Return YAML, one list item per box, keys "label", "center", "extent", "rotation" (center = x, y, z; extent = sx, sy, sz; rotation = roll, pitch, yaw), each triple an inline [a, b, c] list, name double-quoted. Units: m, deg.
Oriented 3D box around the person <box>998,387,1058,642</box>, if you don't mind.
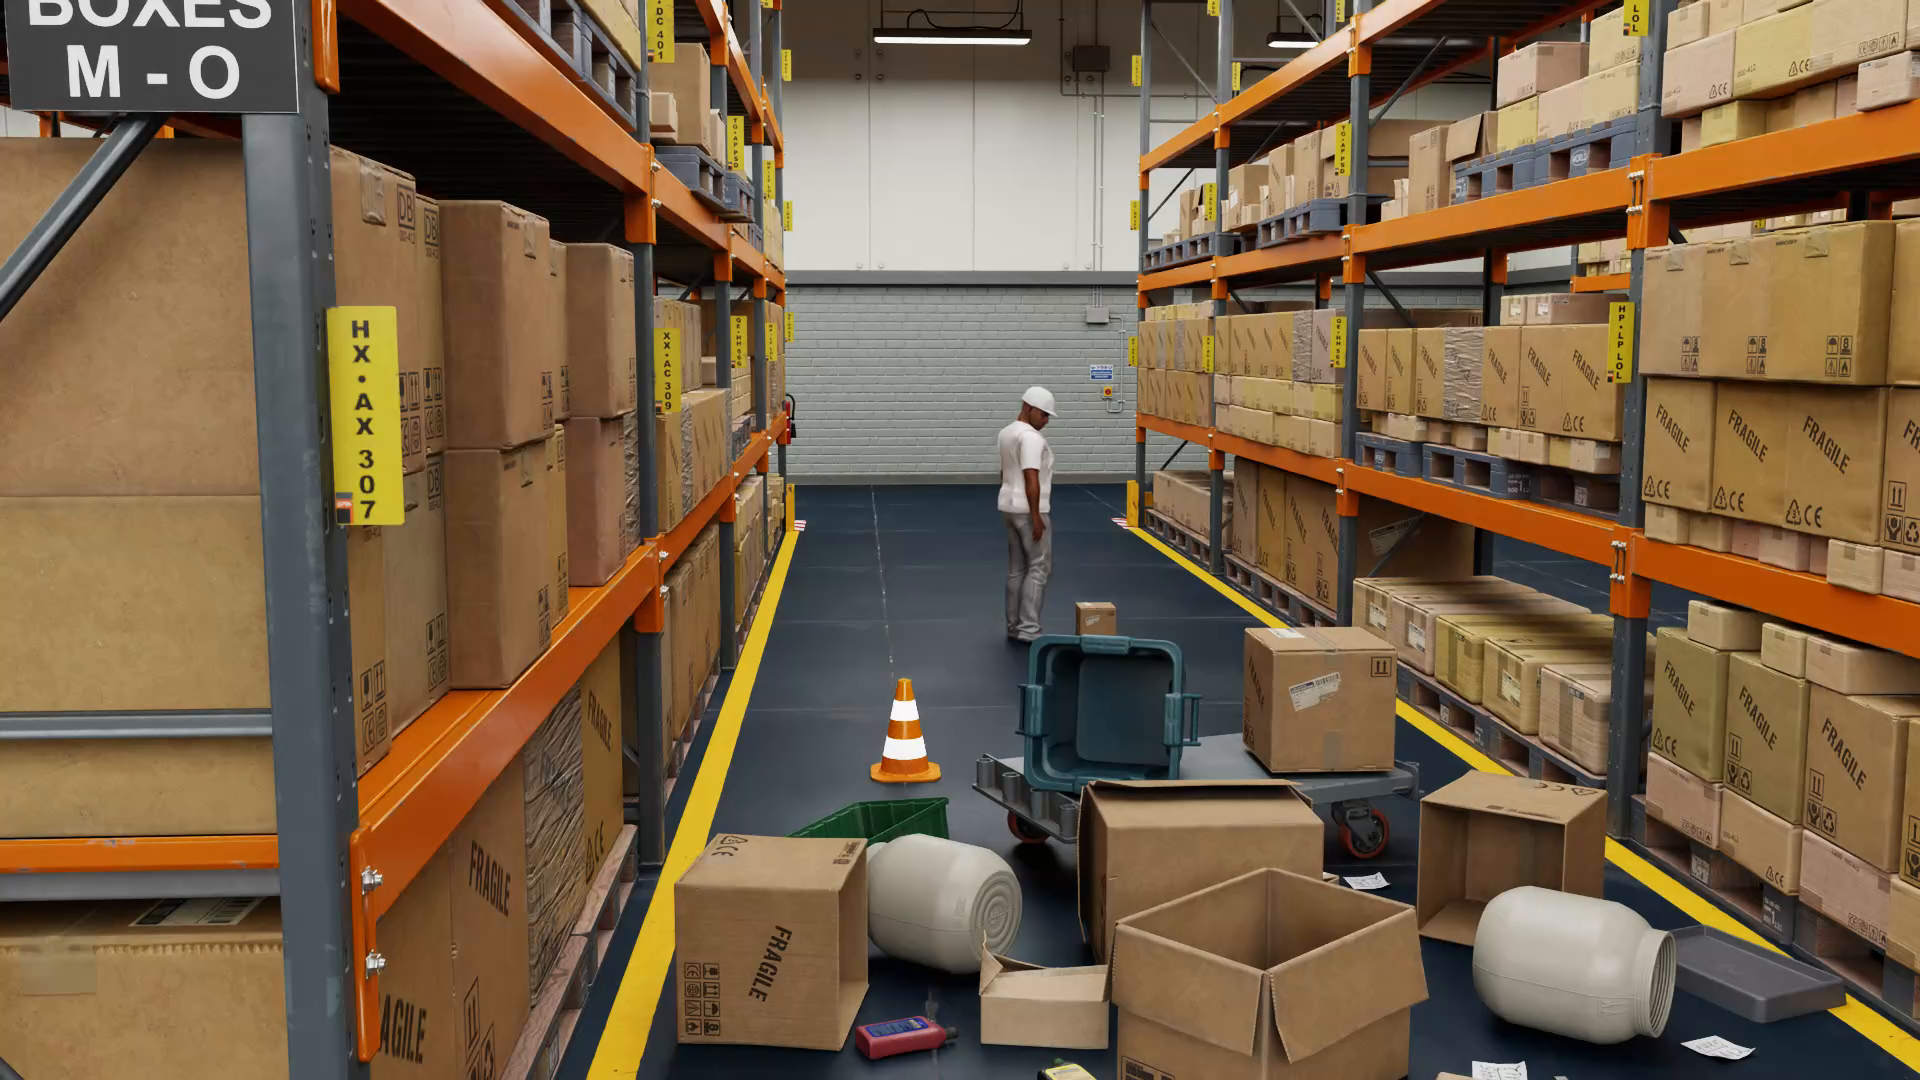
- label: "person"
  center: [0.465, -0.167, 11.570]
  extent: [0.378, 1.793, 0.678]
  rotation: [-3, 7, -24]
